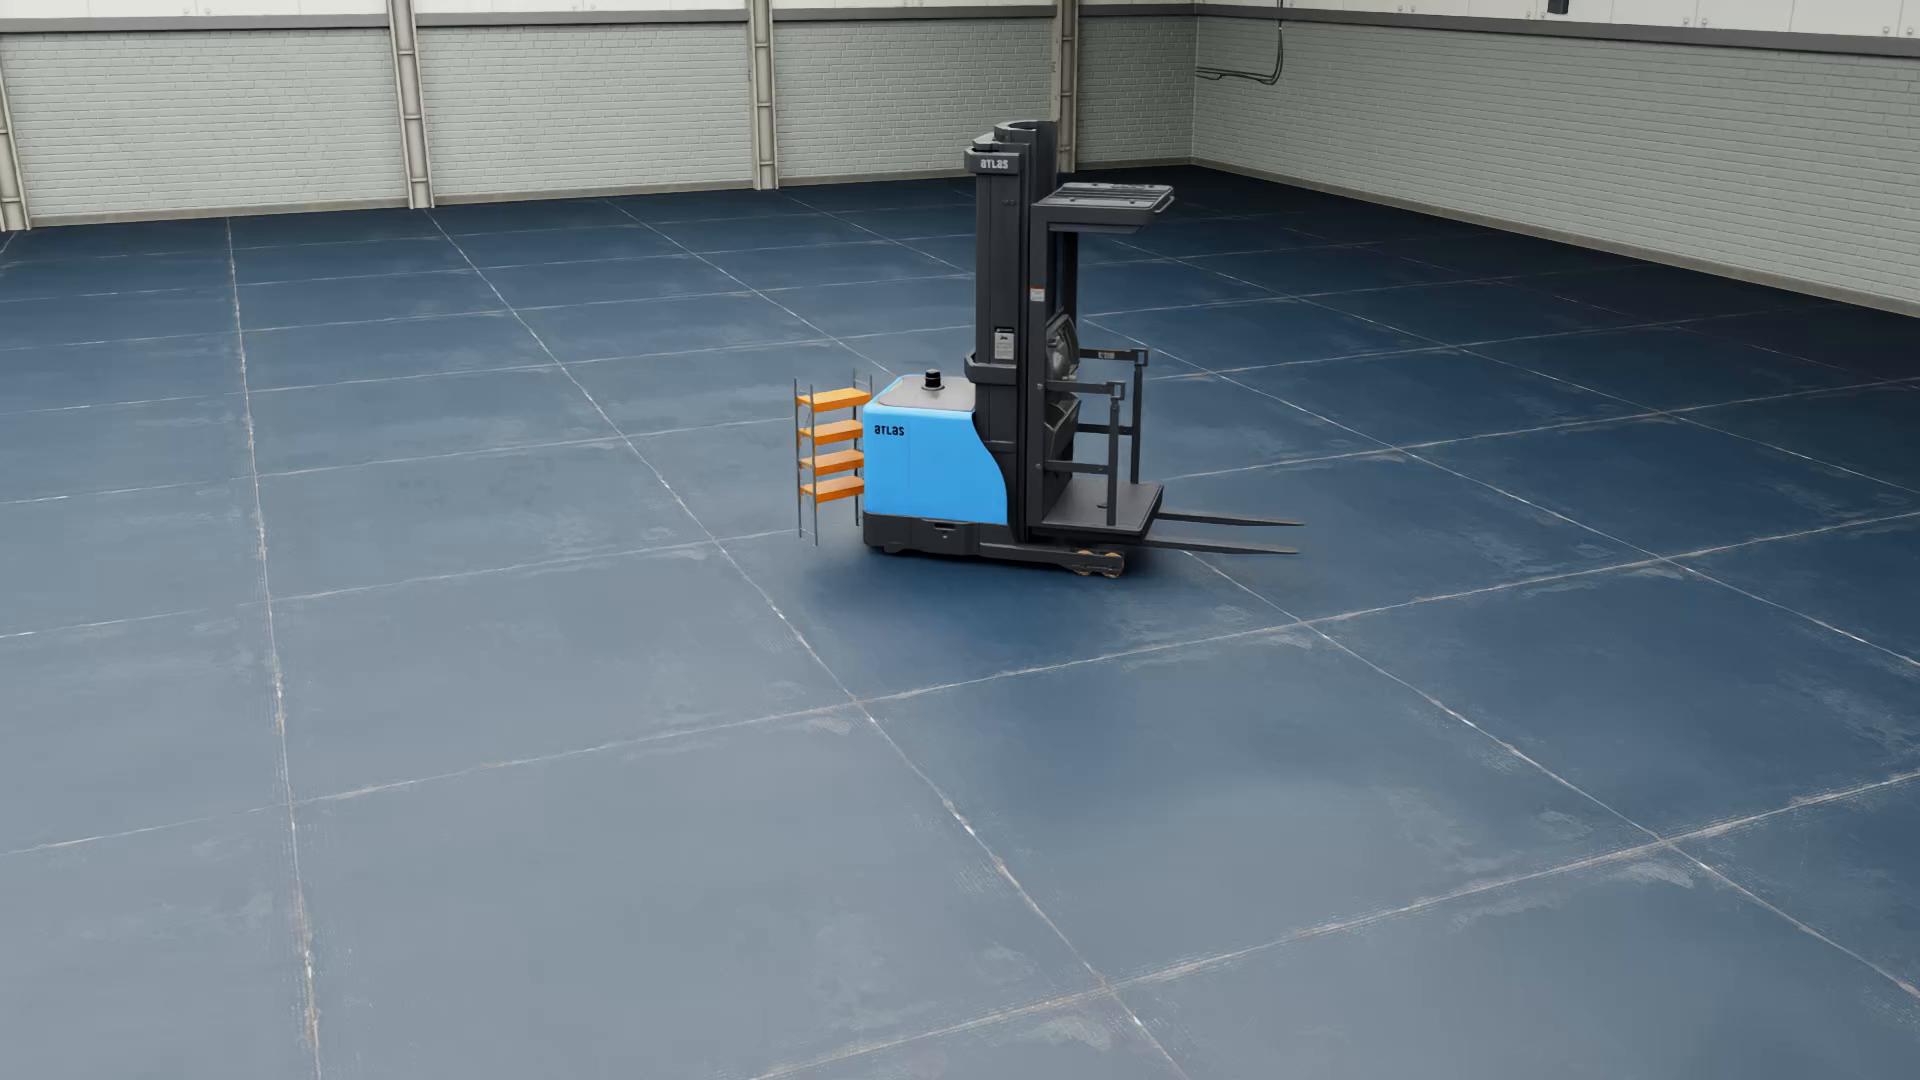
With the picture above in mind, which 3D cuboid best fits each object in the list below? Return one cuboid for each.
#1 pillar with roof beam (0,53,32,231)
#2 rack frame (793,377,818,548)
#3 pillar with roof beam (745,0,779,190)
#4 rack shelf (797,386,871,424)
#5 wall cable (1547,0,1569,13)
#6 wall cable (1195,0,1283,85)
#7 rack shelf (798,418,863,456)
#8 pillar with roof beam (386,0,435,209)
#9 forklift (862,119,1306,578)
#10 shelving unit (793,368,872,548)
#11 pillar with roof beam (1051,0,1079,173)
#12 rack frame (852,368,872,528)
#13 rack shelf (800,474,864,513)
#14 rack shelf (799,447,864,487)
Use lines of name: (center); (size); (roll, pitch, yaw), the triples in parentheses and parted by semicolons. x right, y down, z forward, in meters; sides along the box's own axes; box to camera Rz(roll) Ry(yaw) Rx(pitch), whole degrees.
pillar with roof beam: (-12.832, -7.725, 20.411); (0.400, 9.000, 9.100); (-8, 21, -22)
rack frame: (-1.091, -0.539, 11.747); (0.015, 1.200, 0.240); (-14, 24, -34)
pillar with roof beam: (-1.813, -9.303, 24.894); (0.400, 9.000, 9.100); (-8, 21, -22)
rack shelf: (-0.894, -0.958, 11.753); (0.480, 0.148, 0.258); (-14, 24, -34)
wall cable: (8.965, -10.097, 22.027); (0.169, 6.003, 2.305); (-8, 21, -22)
wall cable: (5.219, -9.925, 31.336); (0.112, 2.526, 3.097); (-8, 21, -22)
rack shelf: (-0.894, -0.735, 11.832); (0.480, 0.148, 0.258); (-14, 24, -34)
pillar with roof beam: (-7.323, -8.514, 22.653); (0.400, 9.000, 9.100); (-8, 21, -22)
forklift: (0.888, -1.322, 11.364); (3.031, 2.935, 1.130); (5, 20, 14)
shelving unit: (-0.894, -0.587, 11.884); (0.503, 1.200, 0.258); (-14, 24, -34)
pillar with roof beam: (3.696, -10.092, 27.136); (0.400, 9.000, 9.100); (-8, 21, -22)
rack frame: (-0.698, -0.635, 12.020); (0.015, 1.200, 0.240); (-14, 24, -34)
rack shelf: (-0.894, -0.337, 11.972); (0.480, 0.148, 0.258); (-14, 24, -34)
rack shelf: (-0.894, -0.524, 11.906); (0.480, 0.148, 0.258); (-14, 24, -34)
